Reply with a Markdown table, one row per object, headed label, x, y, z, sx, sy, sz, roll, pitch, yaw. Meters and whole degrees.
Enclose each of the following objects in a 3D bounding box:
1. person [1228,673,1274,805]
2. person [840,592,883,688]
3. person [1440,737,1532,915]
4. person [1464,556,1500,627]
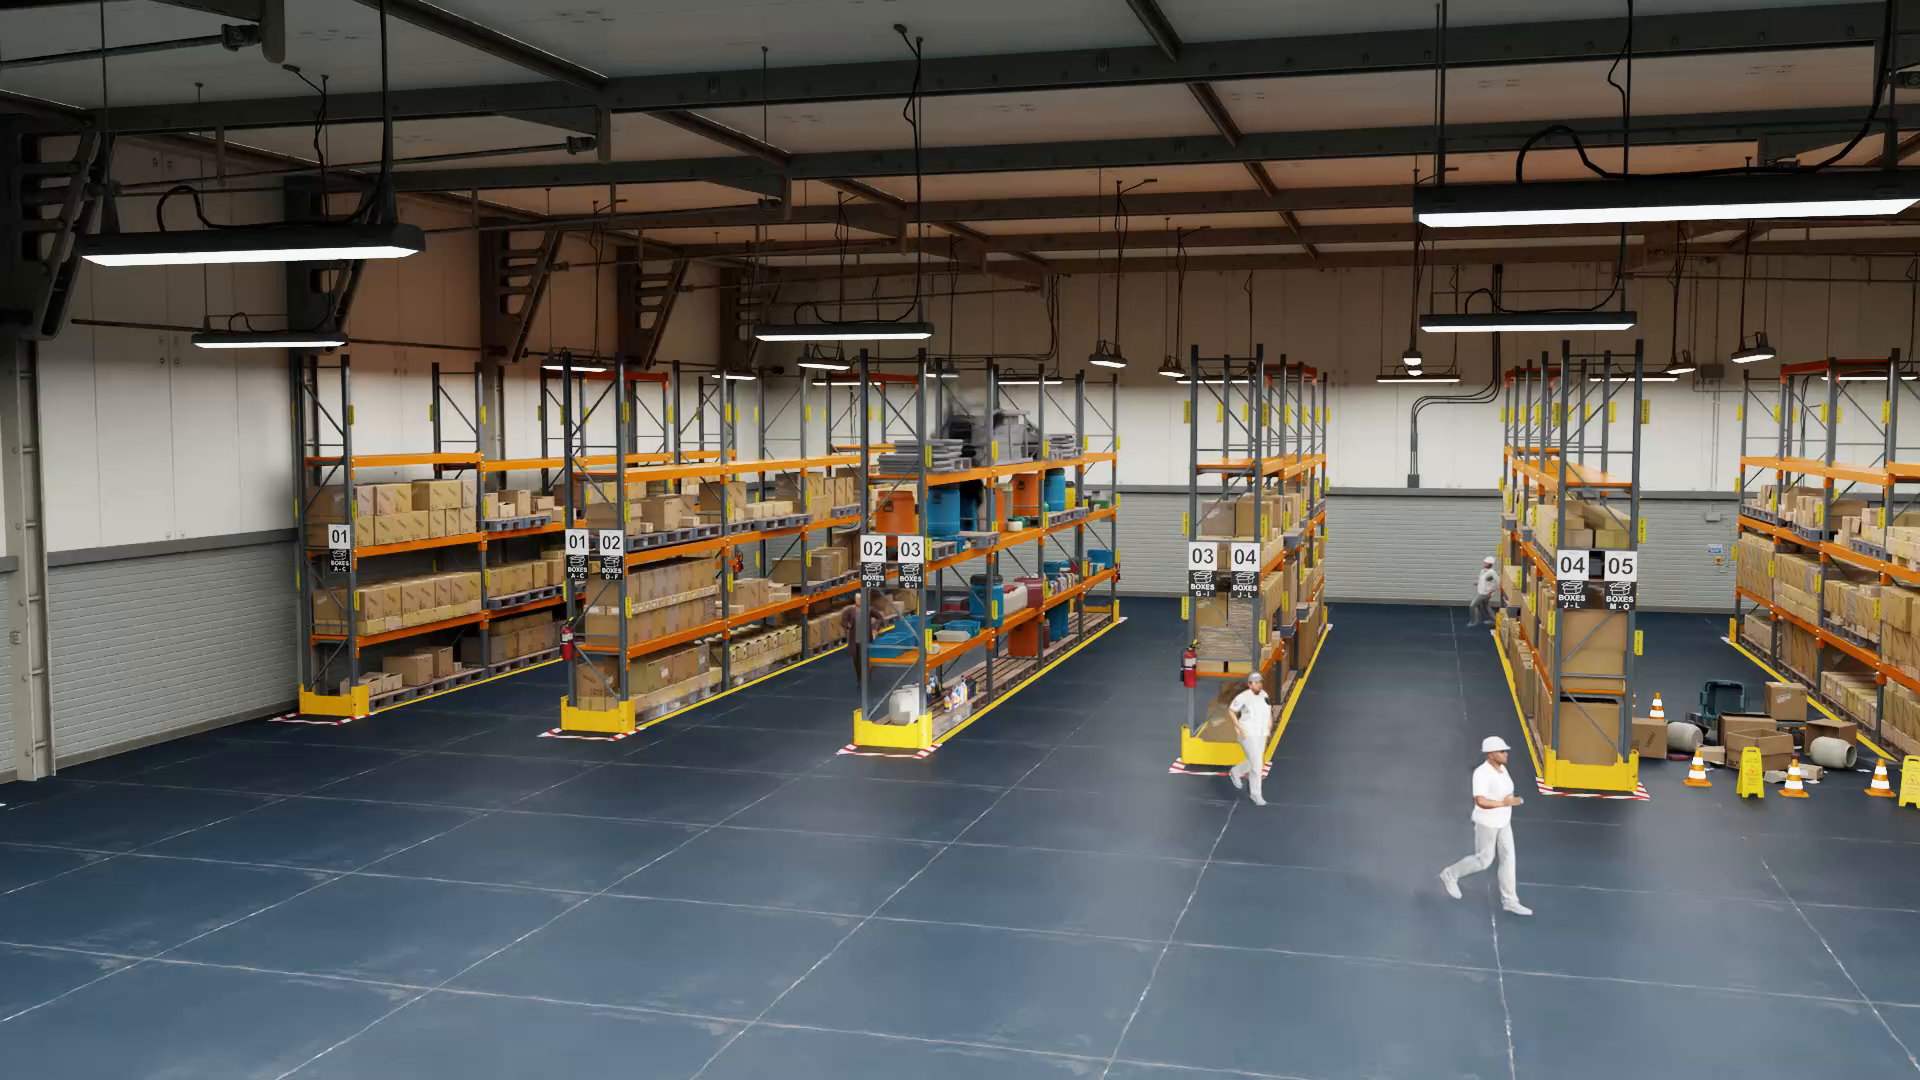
| label | x | y | z | sx | sy | sz | roll | pitch | yaw |
| --- | --- | --- | --- | --- | --- | --- | --- | --- | --- |
| person | 3.801 | 2.560 | 21.688 | 0.620 | 1.693 | 0.784 | -3 | 5 | -32 |
| person | -1.810 | 1.963 | 30.053 | 0.710 | 1.628 | 0.783 | 1 | 4 | 14 |
| person | 5.342 | 2.844 | 16.746 | 0.914 | 1.747 | 0.702 | 4 | 6 | 43 |
| person | 12.325 | 1.227 | 39.224 | 0.804 | 1.728 | 0.796 | 1 | 5 | 19 |
